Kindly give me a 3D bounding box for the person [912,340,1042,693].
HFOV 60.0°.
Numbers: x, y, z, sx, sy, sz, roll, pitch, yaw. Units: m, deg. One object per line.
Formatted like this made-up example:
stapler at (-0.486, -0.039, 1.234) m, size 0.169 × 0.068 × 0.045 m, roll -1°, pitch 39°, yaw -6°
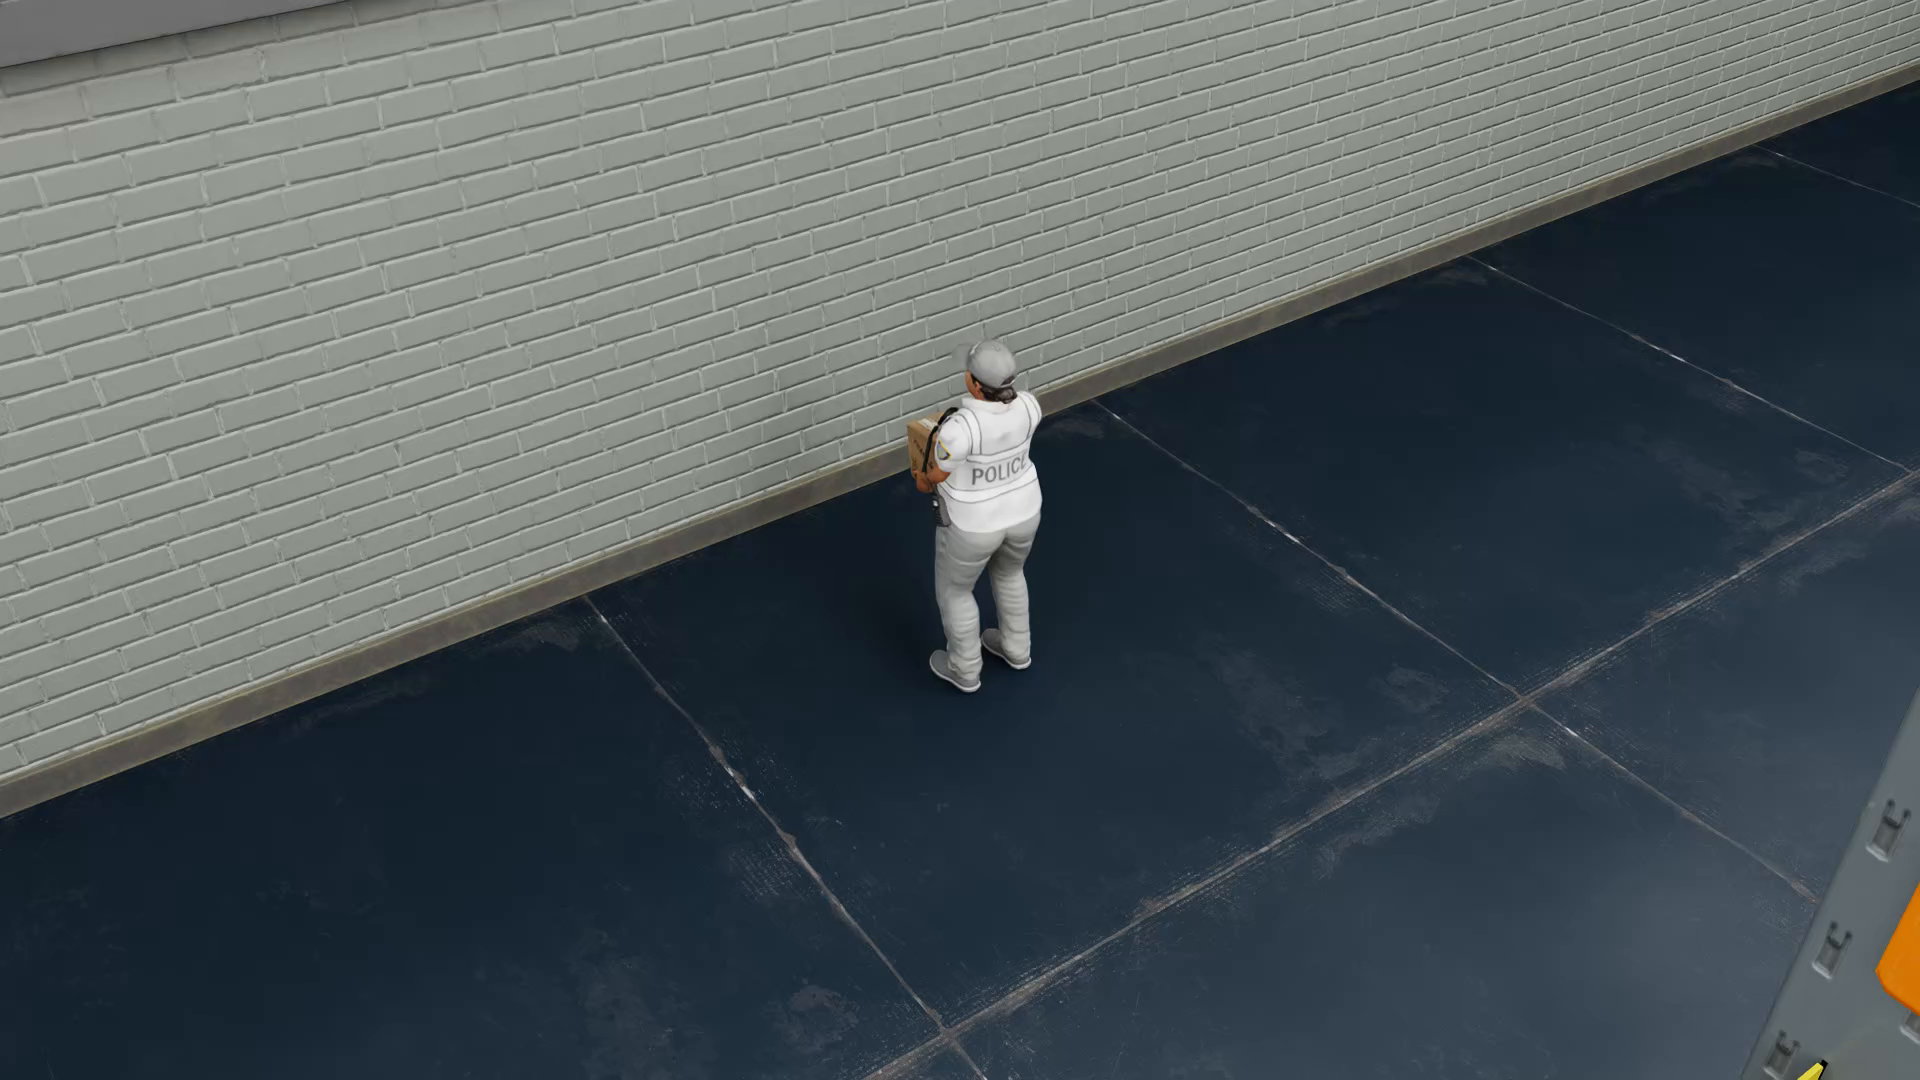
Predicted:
person at (0.062, -0.138, 6.842) m, size 0.455 × 1.657 × 0.541 m, roll -22°, pitch 42°, yaw -27°
